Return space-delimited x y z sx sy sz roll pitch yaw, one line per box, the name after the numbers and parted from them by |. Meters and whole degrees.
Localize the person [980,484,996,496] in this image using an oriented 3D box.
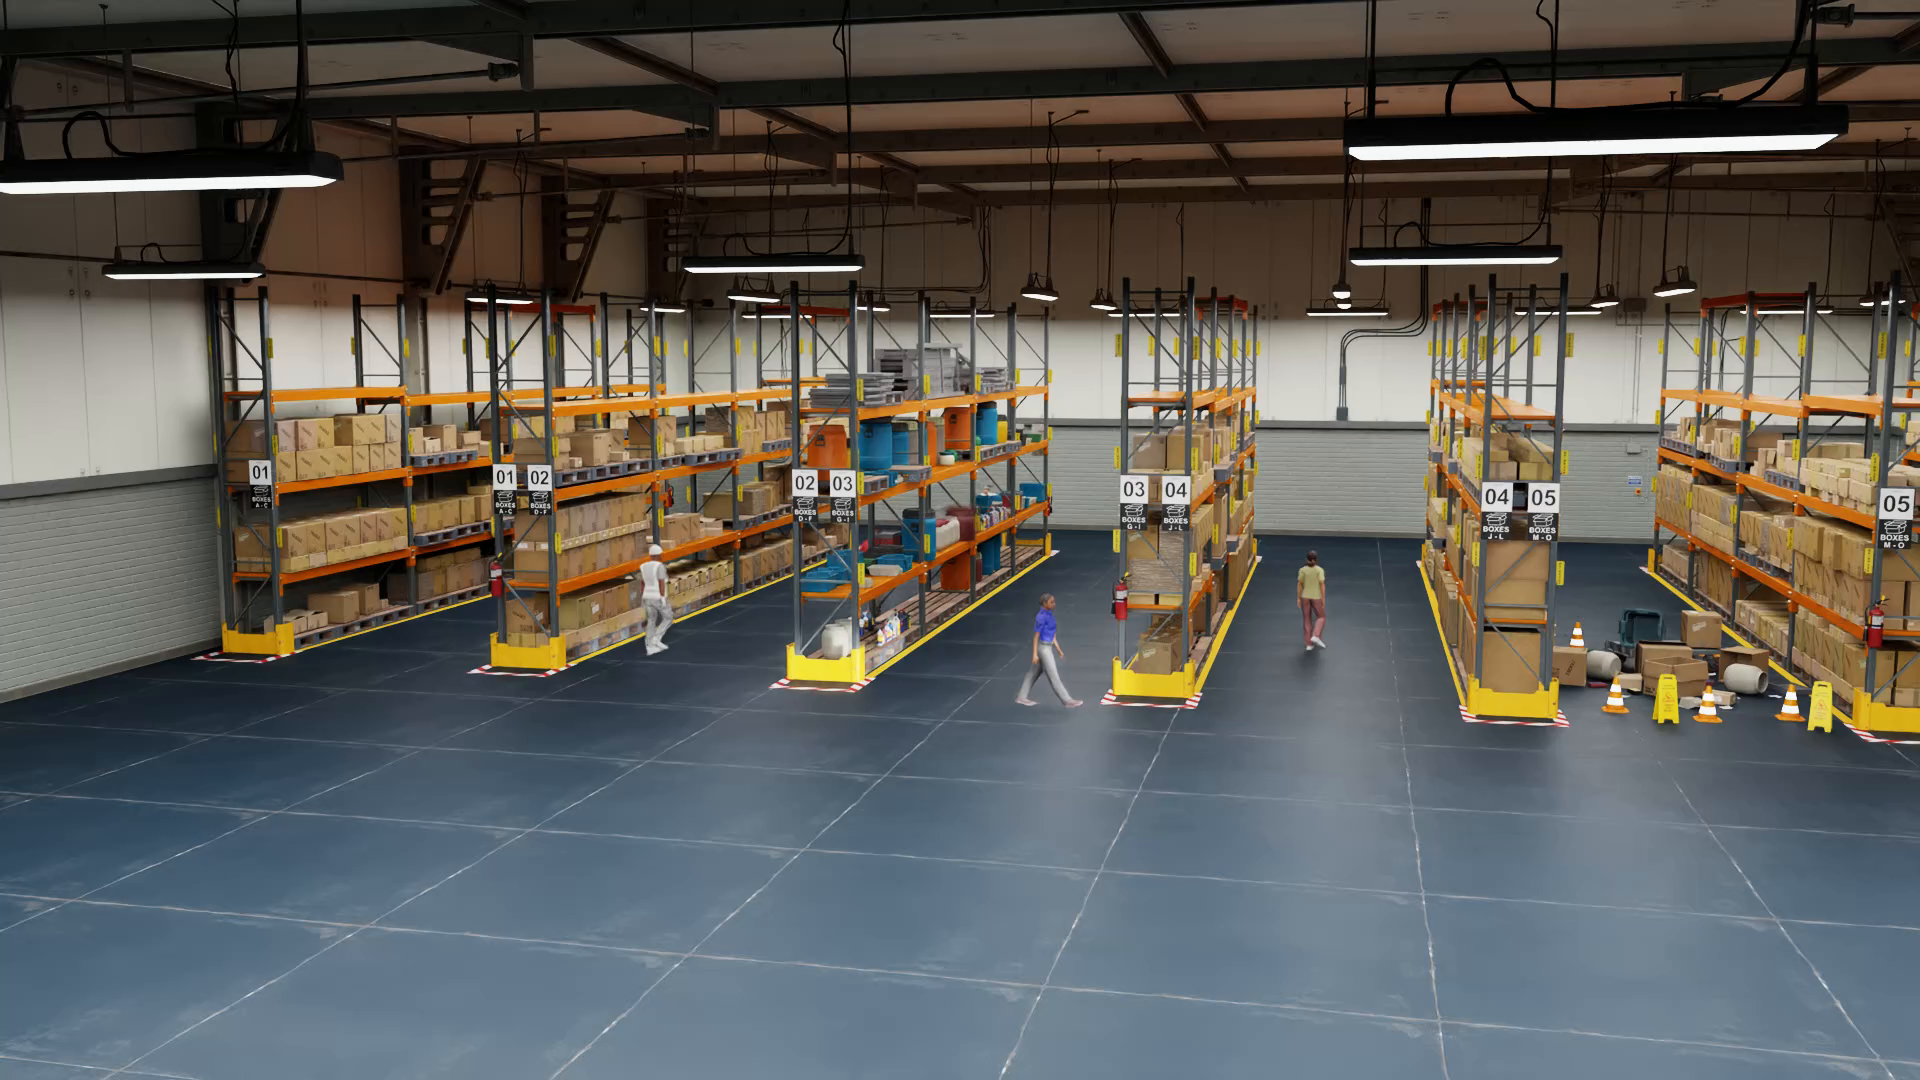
0.758 -0.662 42.488 0.625 1.591 0.694 3 7 25 | person

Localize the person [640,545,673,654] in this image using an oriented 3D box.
-5.032 0.972 27.381 0.588 1.771 0.515 3 7 28 | person

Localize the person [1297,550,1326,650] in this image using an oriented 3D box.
5.848 1.006 27.644 0.494 1.670 0.503 2 7 17 | person

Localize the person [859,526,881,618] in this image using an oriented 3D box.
-1.640 0.601 30.950 0.571 1.700 0.881 2 7 16 | person

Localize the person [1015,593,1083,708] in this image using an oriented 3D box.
1.250 1.540 23.110 0.989 1.586 0.502 1 7 10 | person
